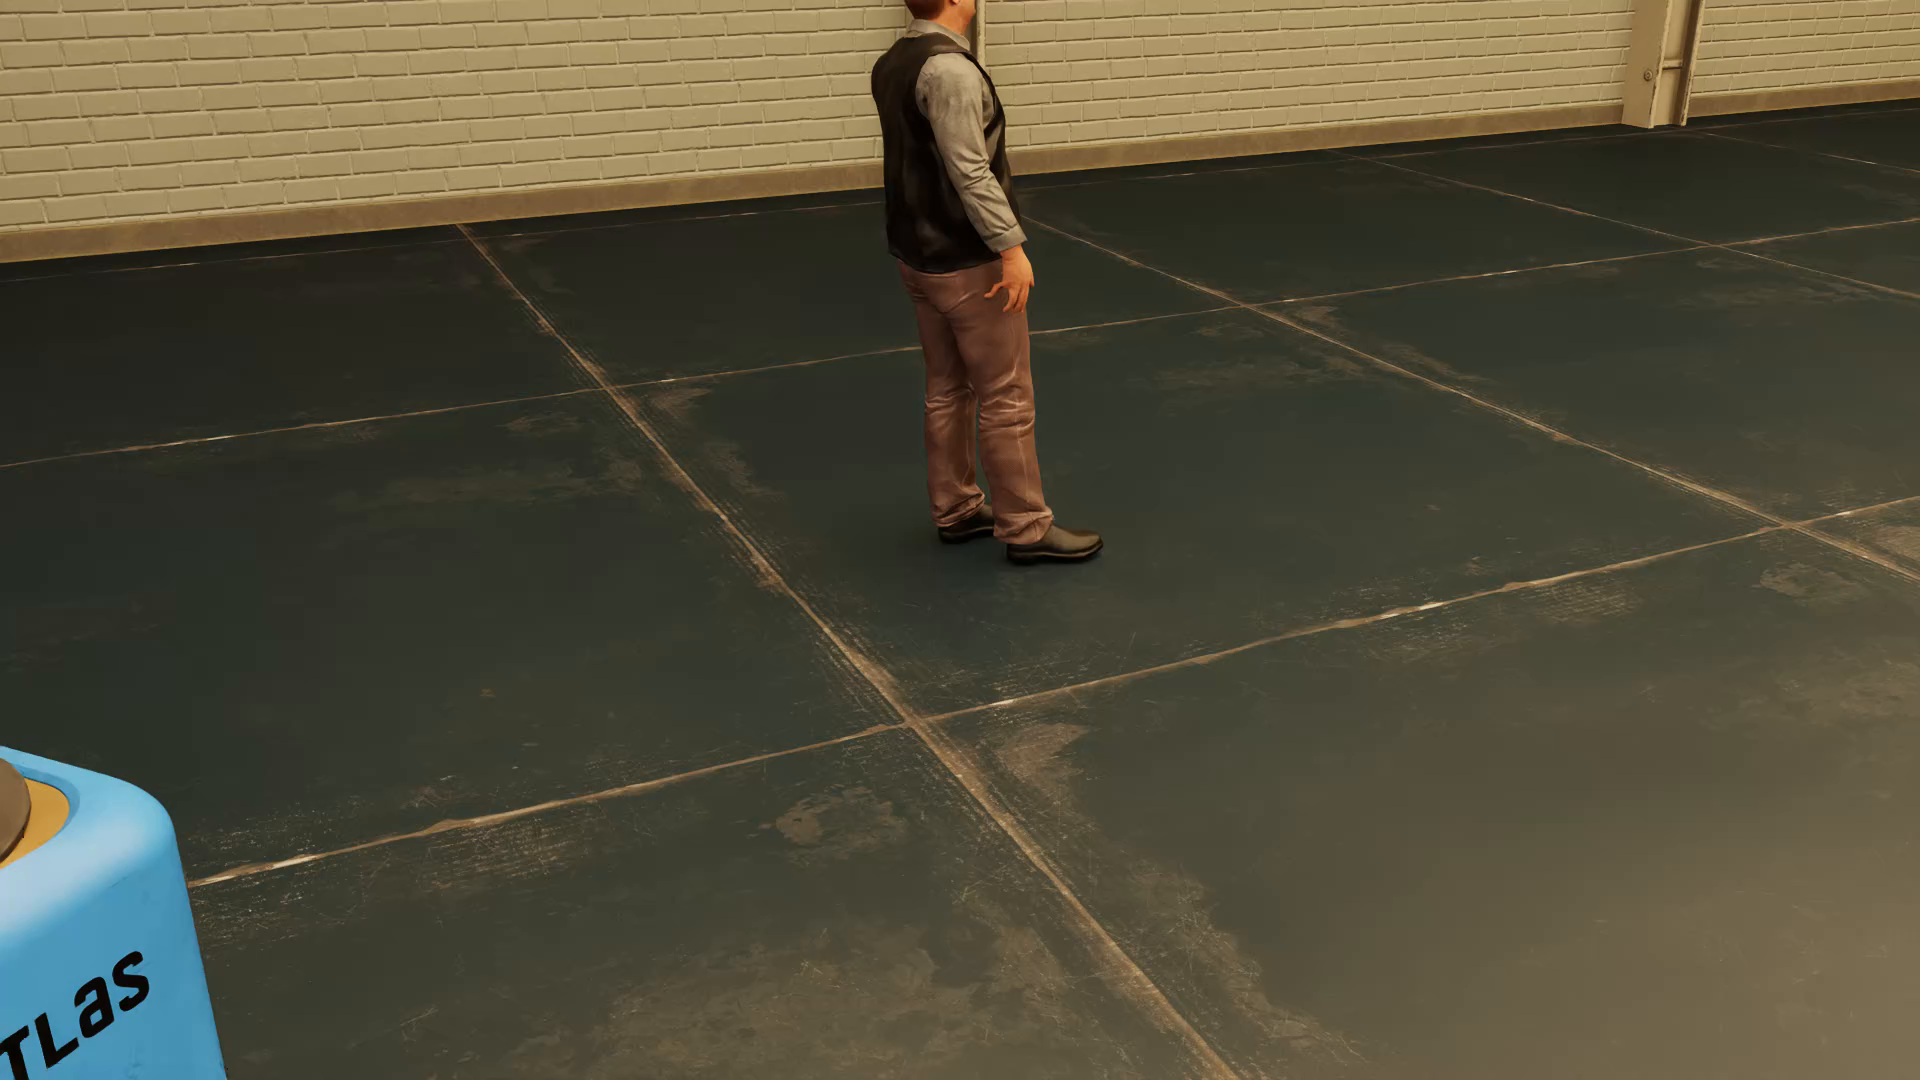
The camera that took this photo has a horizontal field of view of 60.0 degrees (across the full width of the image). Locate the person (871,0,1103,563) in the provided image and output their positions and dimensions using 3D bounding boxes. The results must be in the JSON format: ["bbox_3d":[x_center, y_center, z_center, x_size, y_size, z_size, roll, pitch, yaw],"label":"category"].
[{"bbox_3d":[0.060,-0.809,4.792,0.566,1.722,0.633,-10,25,-23],"label":"person"}]
